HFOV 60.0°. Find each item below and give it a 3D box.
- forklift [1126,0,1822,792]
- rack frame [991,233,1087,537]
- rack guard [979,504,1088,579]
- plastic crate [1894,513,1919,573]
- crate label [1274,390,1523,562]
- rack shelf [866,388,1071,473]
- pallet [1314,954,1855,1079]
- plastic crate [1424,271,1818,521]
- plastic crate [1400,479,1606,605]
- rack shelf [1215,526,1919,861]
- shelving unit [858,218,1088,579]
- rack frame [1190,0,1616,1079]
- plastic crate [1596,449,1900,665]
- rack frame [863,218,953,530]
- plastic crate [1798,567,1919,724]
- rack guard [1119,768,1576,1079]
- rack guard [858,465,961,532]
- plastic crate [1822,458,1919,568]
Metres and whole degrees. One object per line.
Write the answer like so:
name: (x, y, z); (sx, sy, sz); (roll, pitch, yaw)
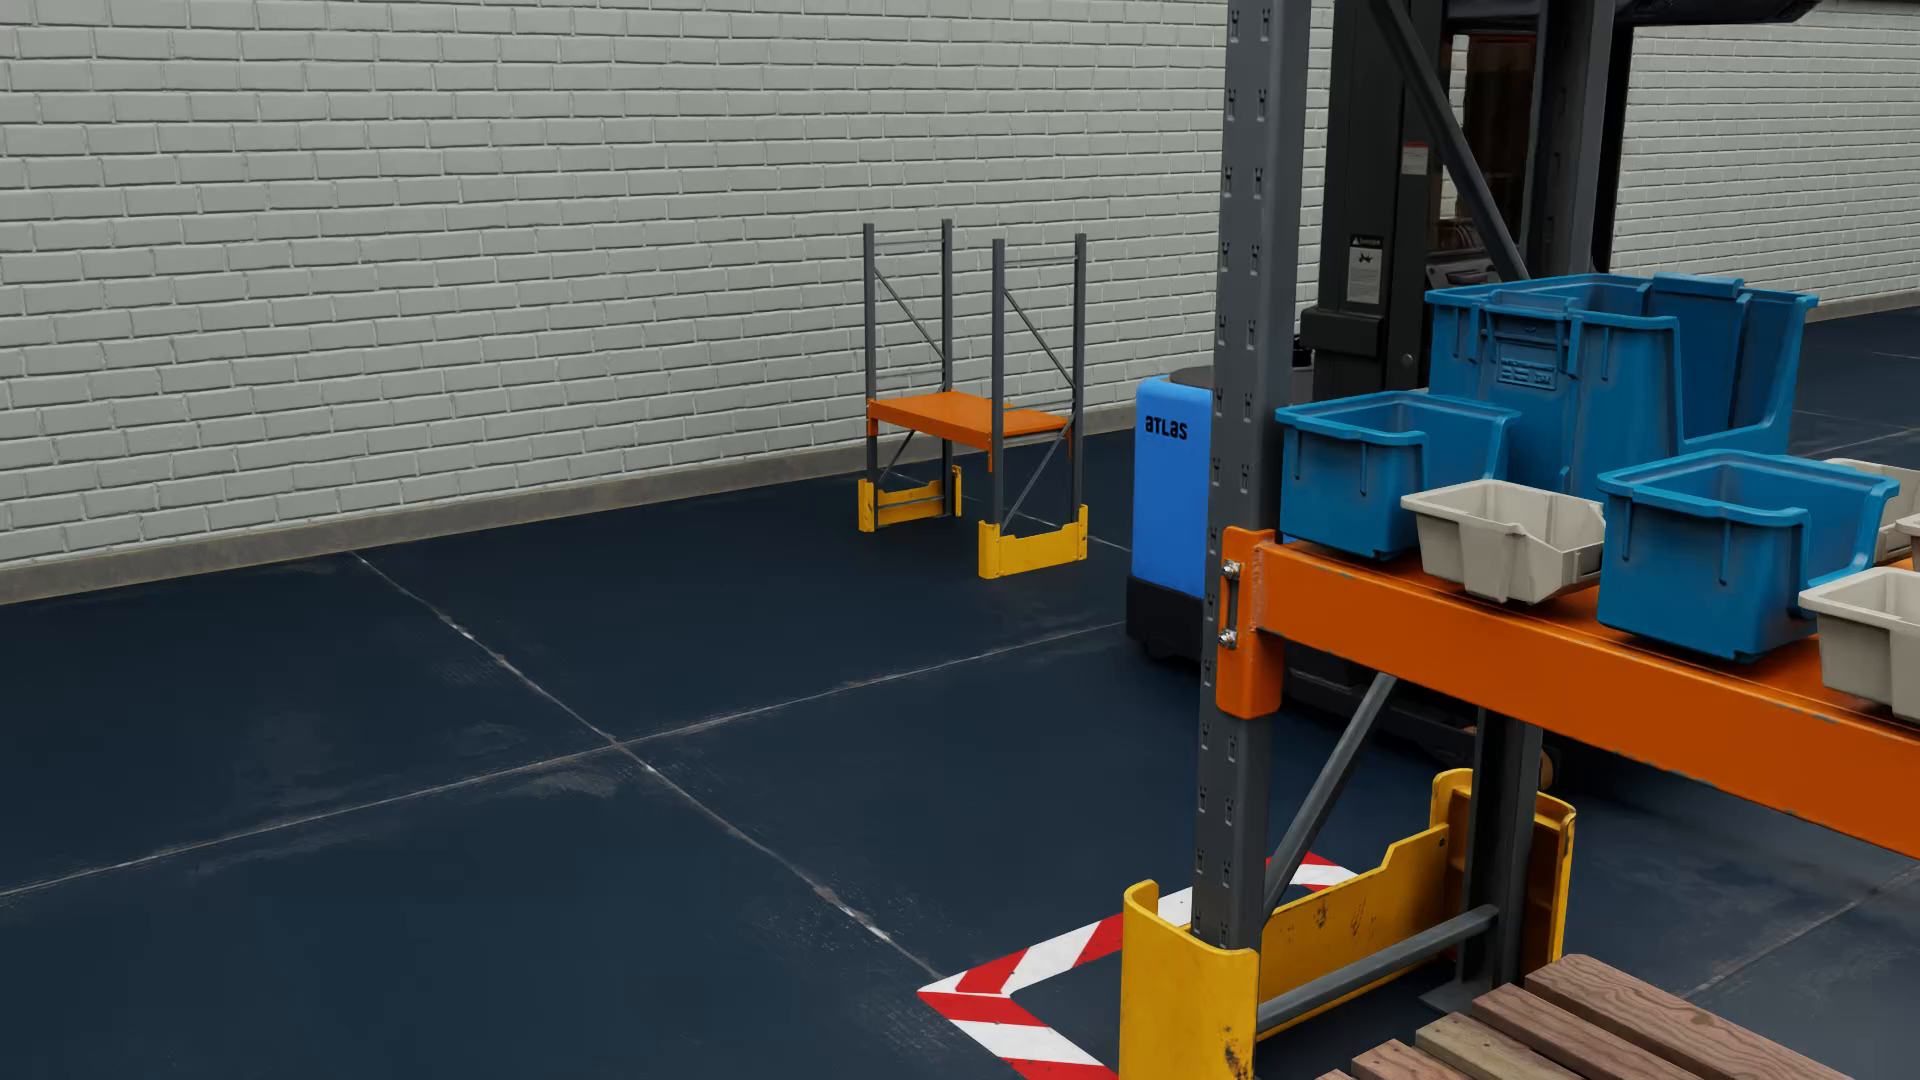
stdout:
forklift: (1.964, -0.762, 5.307); (1.130, 2.935, 3.031); (-12, 19, -37)
rack frame: (0.349, -0.597, 7.415); (0.500, 1.500, 0.032); (-11, 19, -35)
rack guard: (0.338, 0.002, 7.595); (0.587, 0.250, 0.087); (-11, 19, -35)
plastic crate: (1.699, 0.033, 2.661); (0.396, 0.136, 0.243); (-11, 19, -35)
crate label: (0.793, -0.120, 3.037); (0.416, 0.233, 0.303); (-11, 19, -35)
rack shelf: (0.050, -0.532, 7.859); (0.538, 0.185, 1.000); (-11, 19, -35)
pallet: (1.368, 1.251, 3.105); (1.003, 0.211, 1.213); (-11, 19, -35)
plastic crate: (1.262, -0.279, 3.234); (0.616, 0.435, 0.499); (-11, 19, -35)
plastic crate: (0.915, 0.008, 2.752); (0.250, 0.136, 0.298); (-11, 19, -35)
rack shelf: (2.090, 0.498, 1.937); (1.077, 0.370, 4.000); (-11, 19, -35)
shelving unit: (0.045, -0.707, 7.819); (0.587, 1.500, 1.083); (-11, 19, -35)
rack frame: (0.914, -0.276, 3.402); (1.000, 3.000, 0.127); (-11, 19, -35)
plastic crate: (1.180, 0.020, 2.523); (0.416, 0.233, 0.300); (-11, 19, -35)
rack frame: (-0.249, -0.814, 8.208); (0.500, 1.500, 0.032); (-11, 19, -35)
plastic crate: (1.314, 0.152, 2.223); (0.250, 0.136, 0.298); (-11, 19, -35)
rack guard: (0.890, 0.927, 3.743); (1.175, 0.500, 0.348); (-11, 19, -35)
rack guard: (-0.248, -0.211, 8.372); (0.587, 0.250, 0.087); (-11, 19, -35)
plastic crate: (1.540, -0.032, 2.895); (0.396, 0.136, 0.243); (-11, 19, -35)
